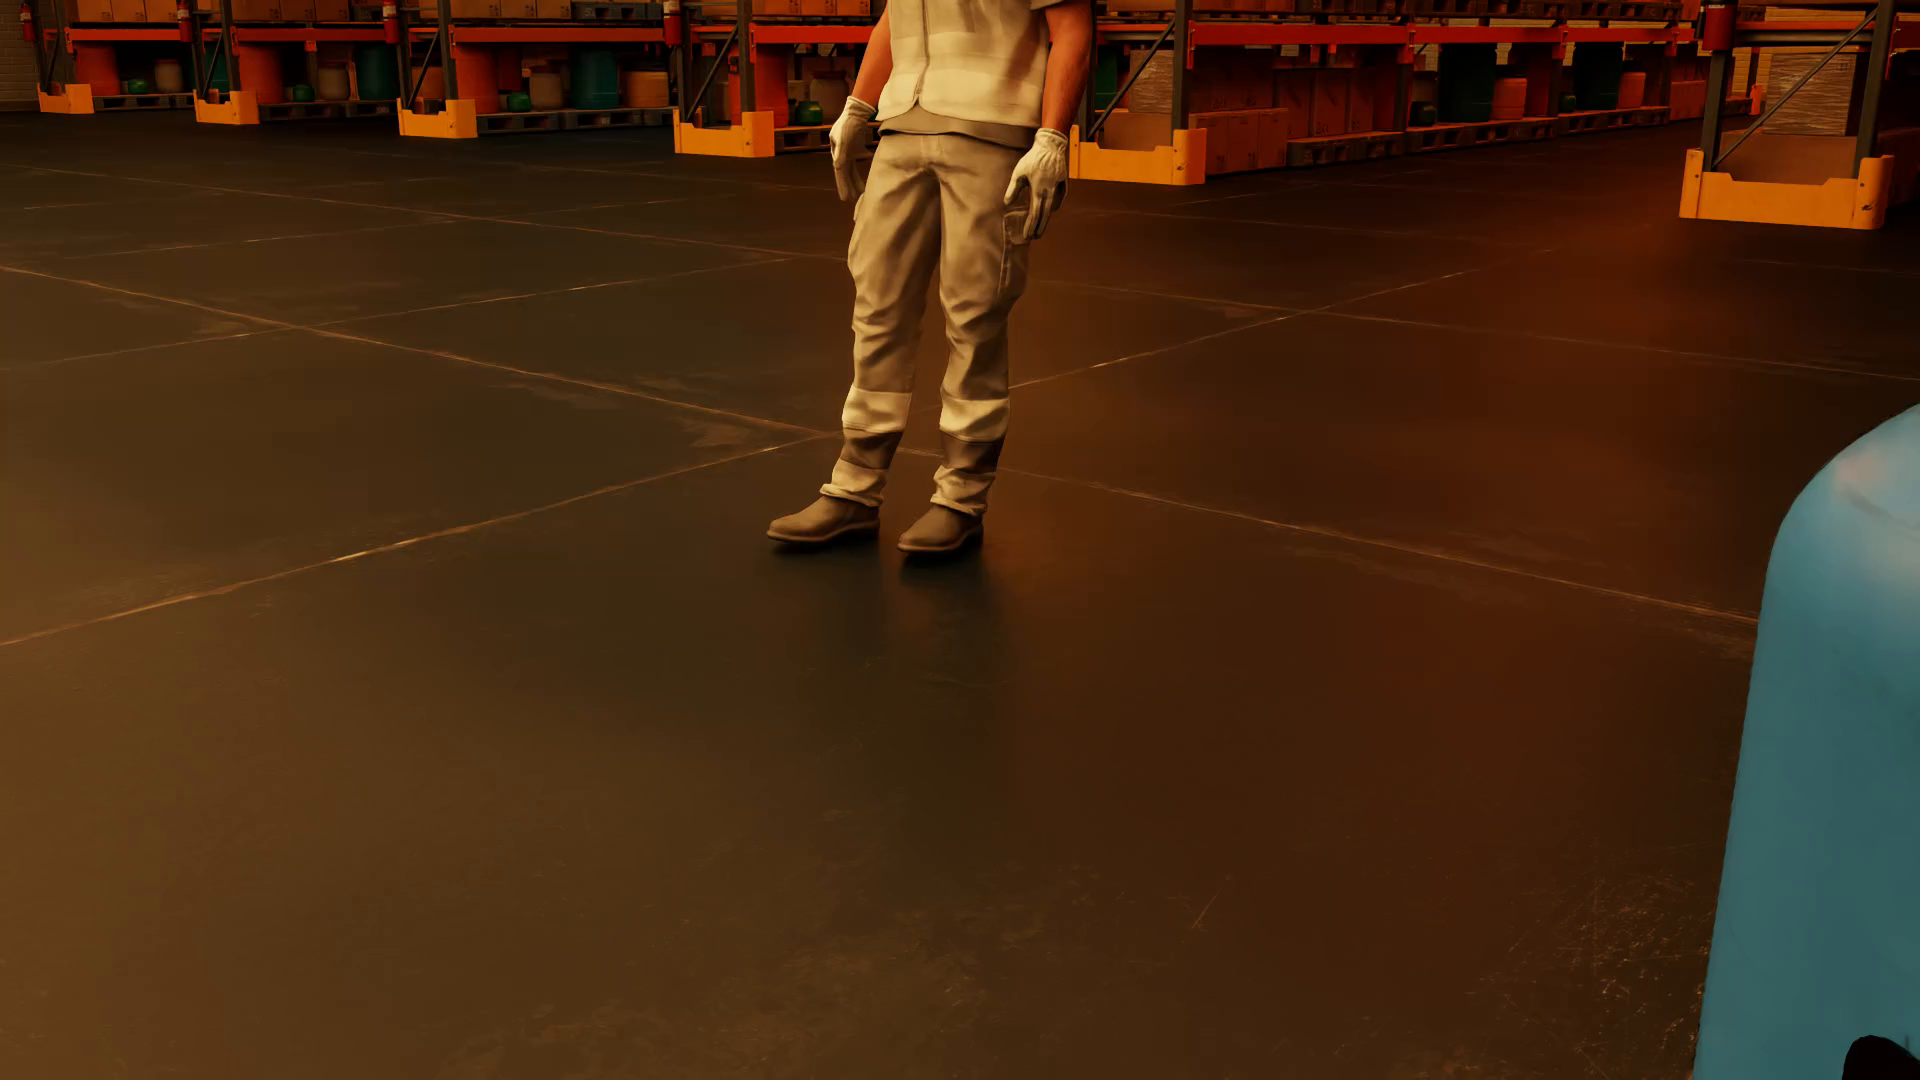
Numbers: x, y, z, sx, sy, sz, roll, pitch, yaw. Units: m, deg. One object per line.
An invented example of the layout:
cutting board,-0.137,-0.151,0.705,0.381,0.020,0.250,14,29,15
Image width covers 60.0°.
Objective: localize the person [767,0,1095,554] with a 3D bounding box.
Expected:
person,-0.061,-0.848,3.629,0.637,1.787,0.564,13,21,37
